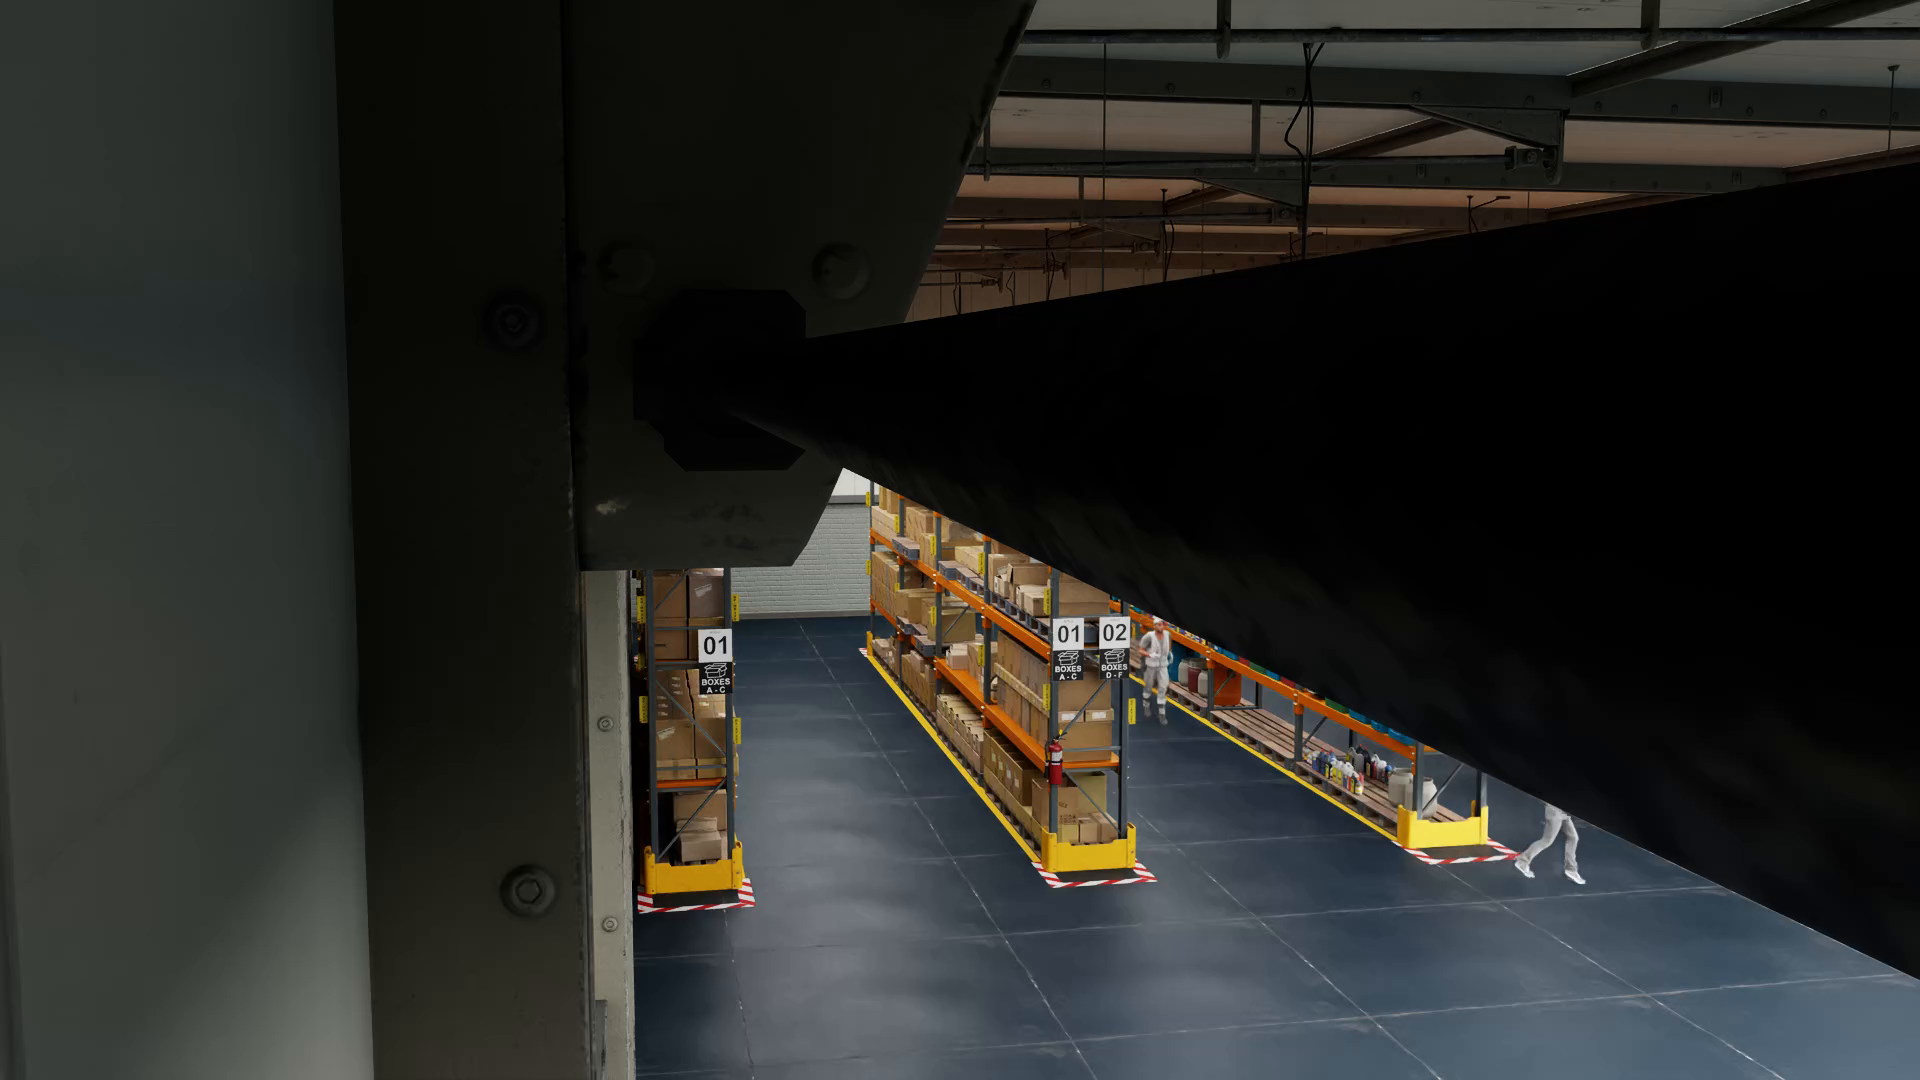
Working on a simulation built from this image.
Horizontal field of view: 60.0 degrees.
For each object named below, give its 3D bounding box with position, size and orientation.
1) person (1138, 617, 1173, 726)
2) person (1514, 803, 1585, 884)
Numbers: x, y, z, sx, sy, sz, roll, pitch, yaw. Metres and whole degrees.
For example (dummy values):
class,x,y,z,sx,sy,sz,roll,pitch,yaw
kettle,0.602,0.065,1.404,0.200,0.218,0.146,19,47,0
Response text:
class,x,y,z,sx,sy,sz,roll,pitch,yaw
person,3.361,2.191,28.439,0.687,1.817,0.963,-2,6,-17
person,7.277,3.407,20.417,0.849,1.629,0.550,2,6,20
